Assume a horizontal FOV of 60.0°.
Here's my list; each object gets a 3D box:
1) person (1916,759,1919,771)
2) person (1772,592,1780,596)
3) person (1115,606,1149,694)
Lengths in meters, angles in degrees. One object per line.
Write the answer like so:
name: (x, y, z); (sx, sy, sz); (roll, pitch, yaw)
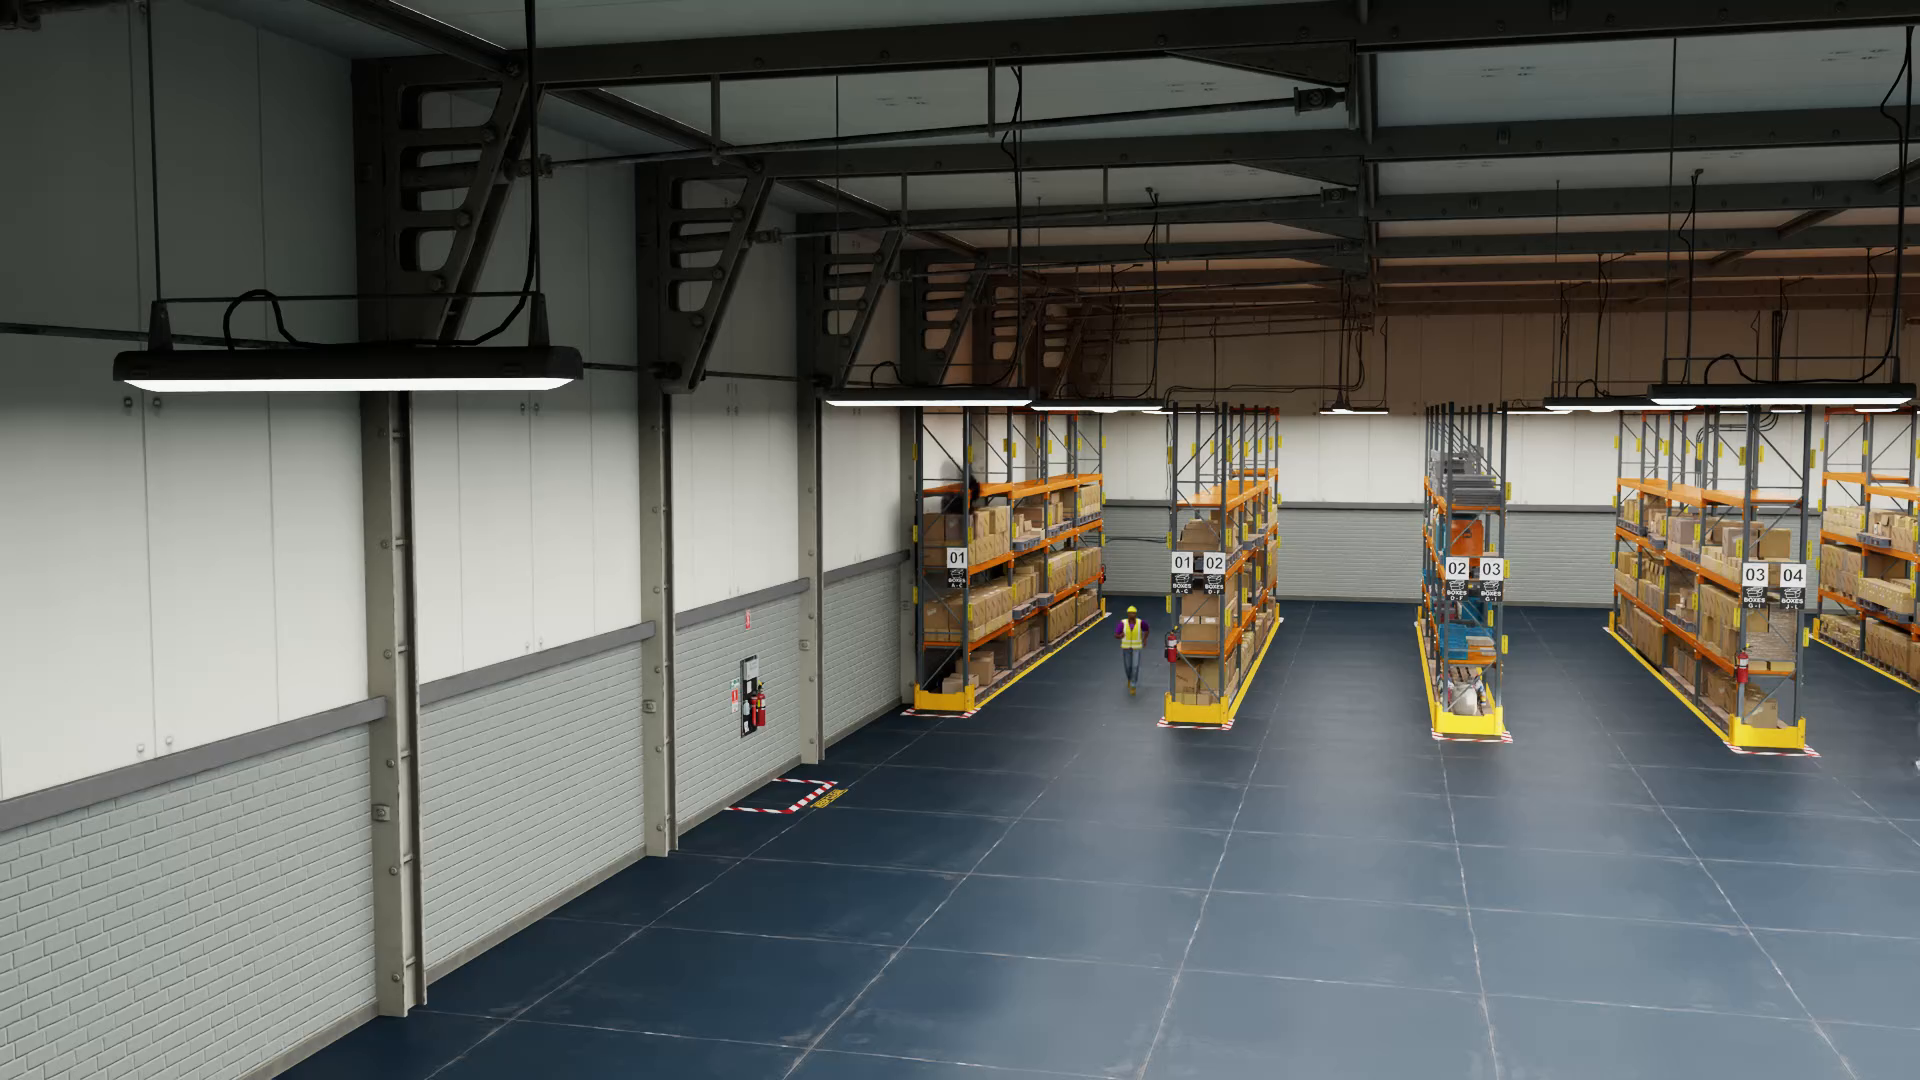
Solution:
person: (15.110, 3.059, 25.584); (0.651, 1.565, 0.536); (4, 6, 43)
person: (21.198, 1.691, 43.853); (0.712, 1.627, 0.774); (-3, 5, -33)
person: (3.549, 2.254, 34.468); (0.694, 1.763, 0.951); (1, 4, 11)
